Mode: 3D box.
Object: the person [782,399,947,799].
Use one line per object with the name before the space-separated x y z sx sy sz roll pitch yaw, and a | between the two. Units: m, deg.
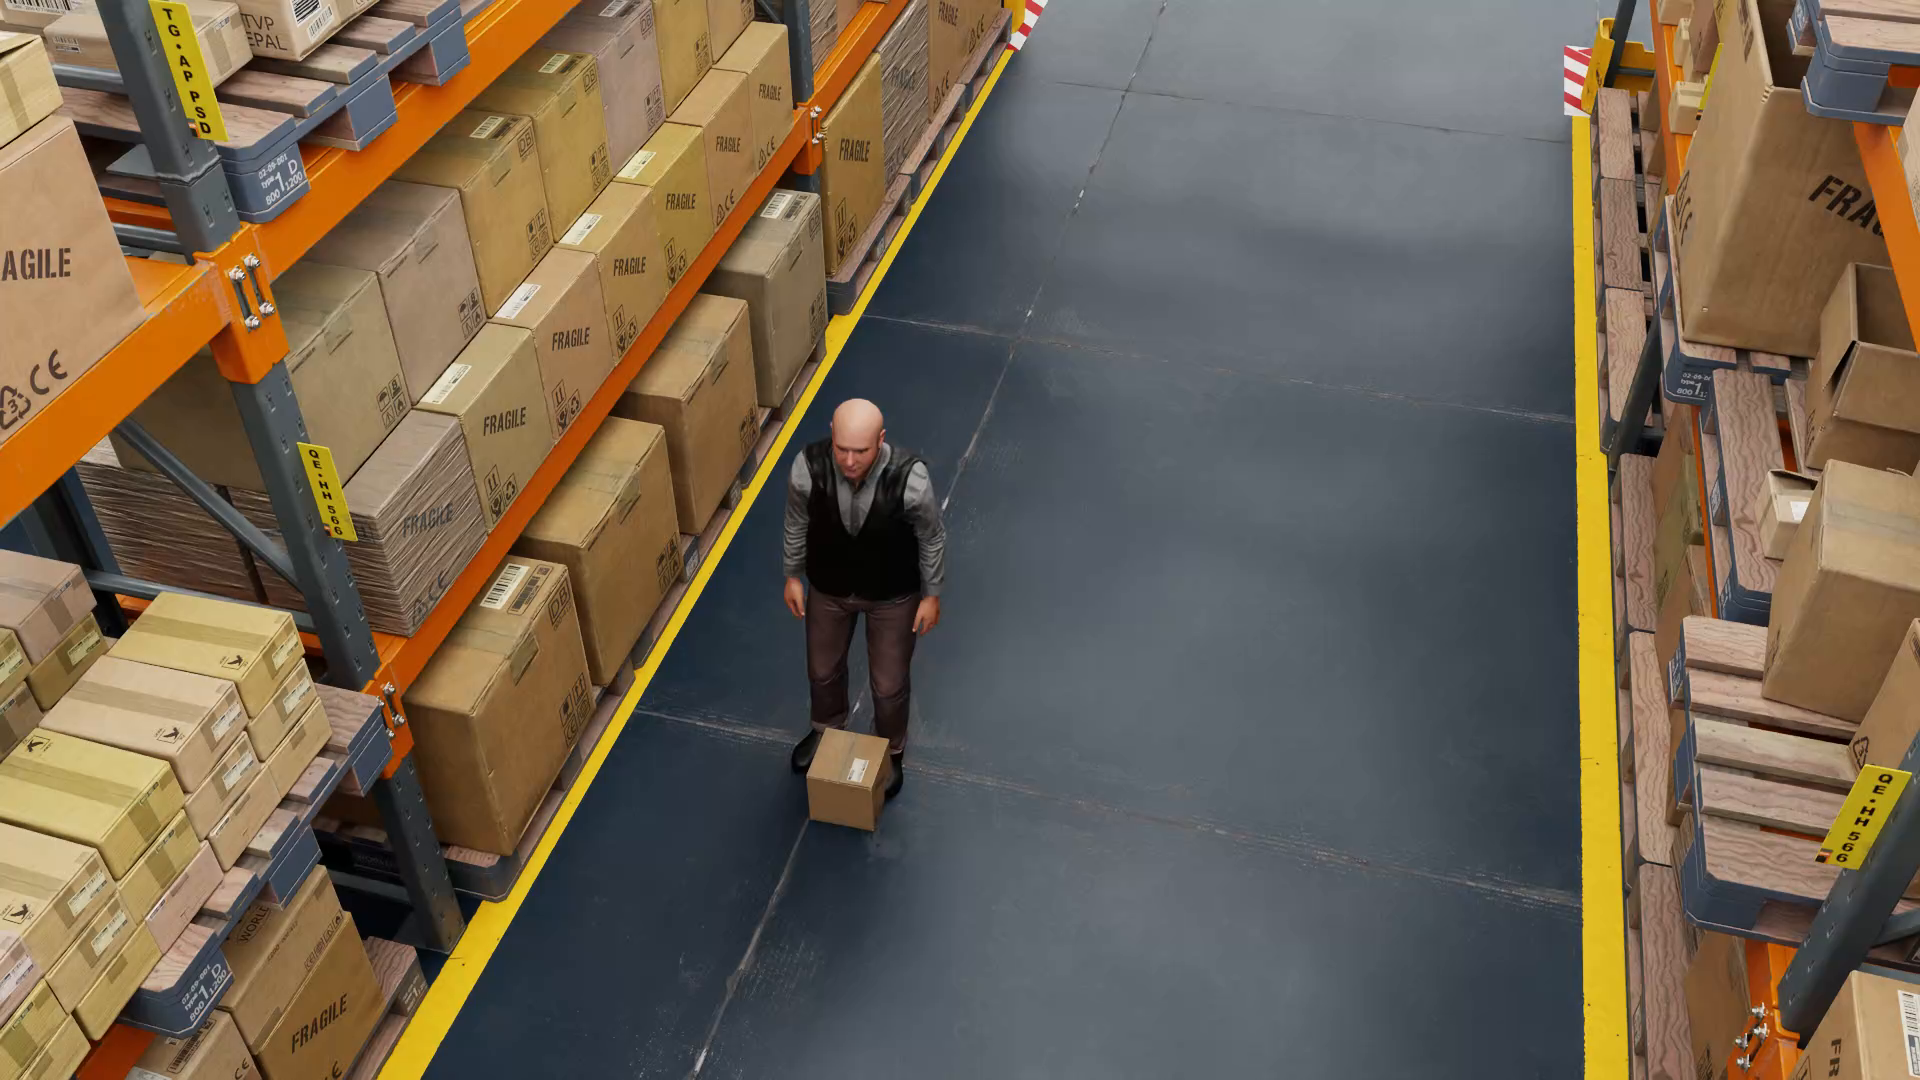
person | -0.347 0.183 5.963 0.594 1.722 0.469 8 41 9
